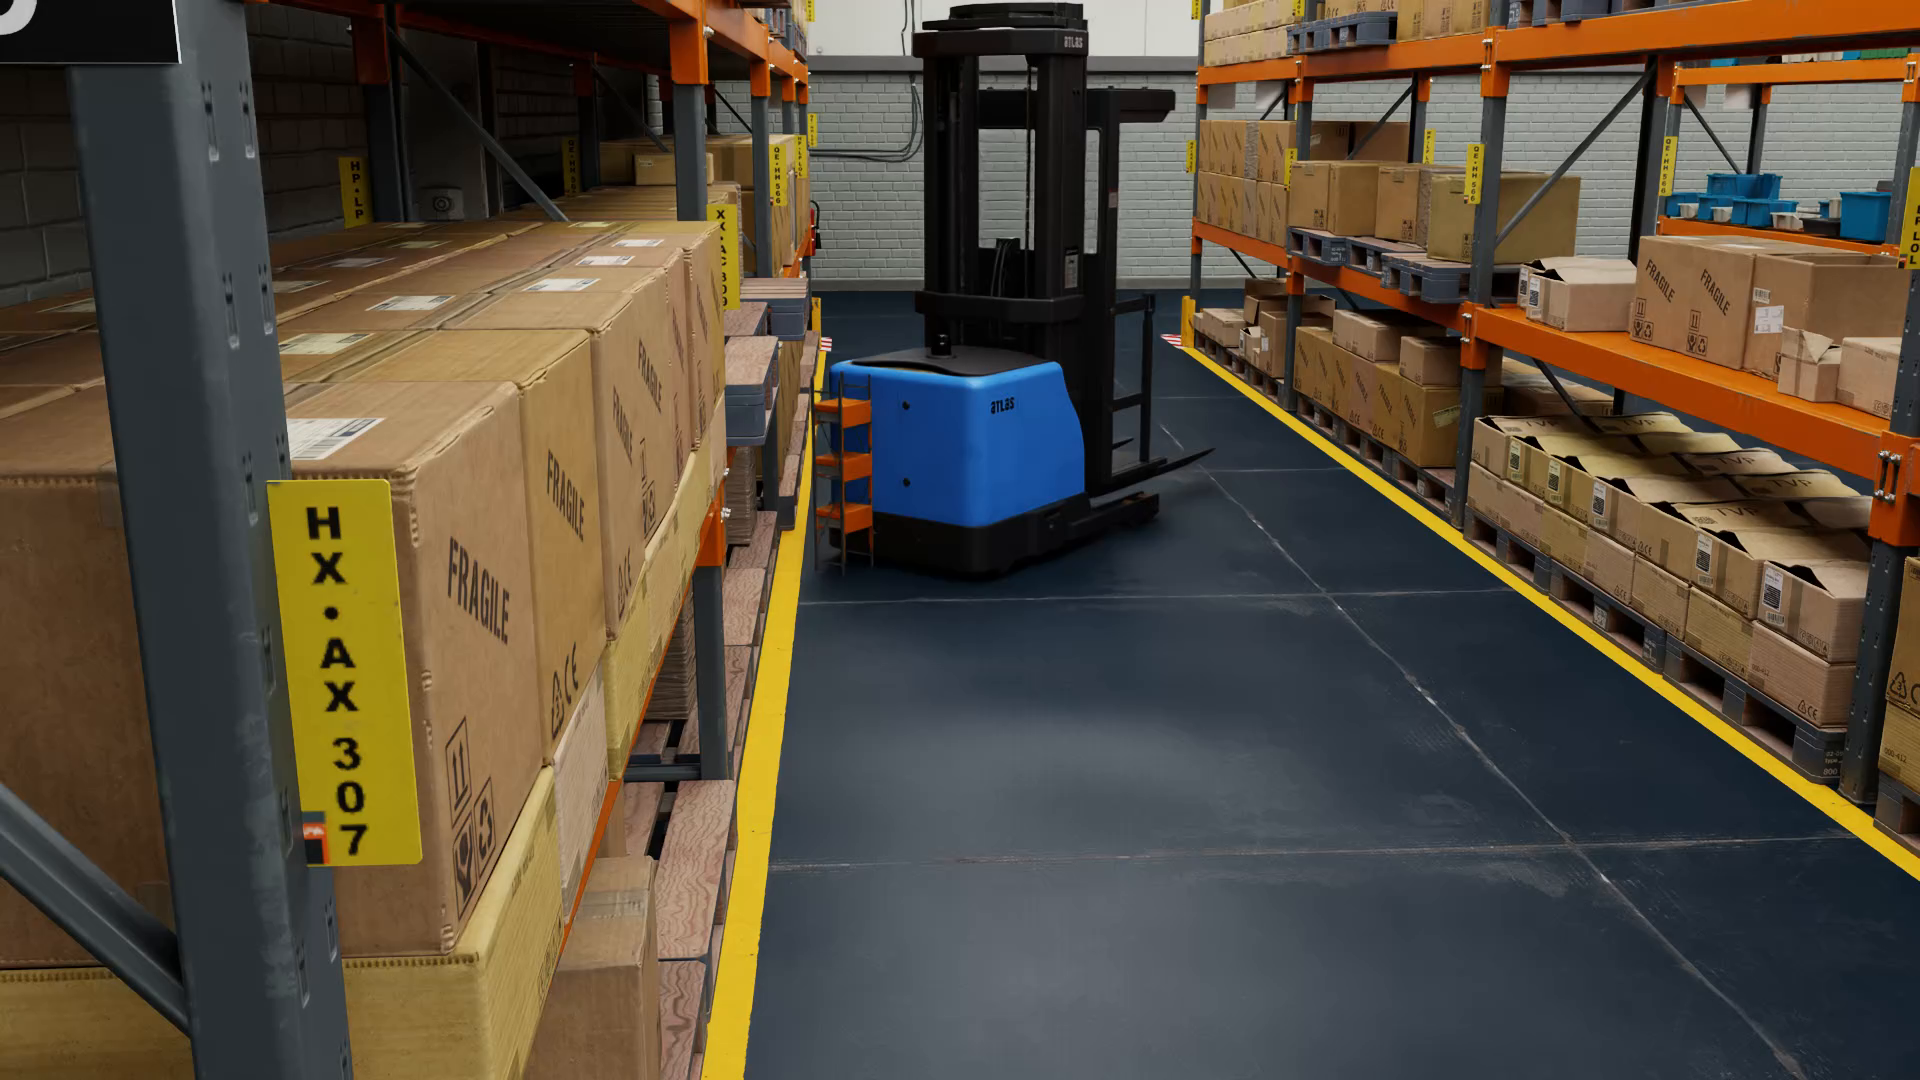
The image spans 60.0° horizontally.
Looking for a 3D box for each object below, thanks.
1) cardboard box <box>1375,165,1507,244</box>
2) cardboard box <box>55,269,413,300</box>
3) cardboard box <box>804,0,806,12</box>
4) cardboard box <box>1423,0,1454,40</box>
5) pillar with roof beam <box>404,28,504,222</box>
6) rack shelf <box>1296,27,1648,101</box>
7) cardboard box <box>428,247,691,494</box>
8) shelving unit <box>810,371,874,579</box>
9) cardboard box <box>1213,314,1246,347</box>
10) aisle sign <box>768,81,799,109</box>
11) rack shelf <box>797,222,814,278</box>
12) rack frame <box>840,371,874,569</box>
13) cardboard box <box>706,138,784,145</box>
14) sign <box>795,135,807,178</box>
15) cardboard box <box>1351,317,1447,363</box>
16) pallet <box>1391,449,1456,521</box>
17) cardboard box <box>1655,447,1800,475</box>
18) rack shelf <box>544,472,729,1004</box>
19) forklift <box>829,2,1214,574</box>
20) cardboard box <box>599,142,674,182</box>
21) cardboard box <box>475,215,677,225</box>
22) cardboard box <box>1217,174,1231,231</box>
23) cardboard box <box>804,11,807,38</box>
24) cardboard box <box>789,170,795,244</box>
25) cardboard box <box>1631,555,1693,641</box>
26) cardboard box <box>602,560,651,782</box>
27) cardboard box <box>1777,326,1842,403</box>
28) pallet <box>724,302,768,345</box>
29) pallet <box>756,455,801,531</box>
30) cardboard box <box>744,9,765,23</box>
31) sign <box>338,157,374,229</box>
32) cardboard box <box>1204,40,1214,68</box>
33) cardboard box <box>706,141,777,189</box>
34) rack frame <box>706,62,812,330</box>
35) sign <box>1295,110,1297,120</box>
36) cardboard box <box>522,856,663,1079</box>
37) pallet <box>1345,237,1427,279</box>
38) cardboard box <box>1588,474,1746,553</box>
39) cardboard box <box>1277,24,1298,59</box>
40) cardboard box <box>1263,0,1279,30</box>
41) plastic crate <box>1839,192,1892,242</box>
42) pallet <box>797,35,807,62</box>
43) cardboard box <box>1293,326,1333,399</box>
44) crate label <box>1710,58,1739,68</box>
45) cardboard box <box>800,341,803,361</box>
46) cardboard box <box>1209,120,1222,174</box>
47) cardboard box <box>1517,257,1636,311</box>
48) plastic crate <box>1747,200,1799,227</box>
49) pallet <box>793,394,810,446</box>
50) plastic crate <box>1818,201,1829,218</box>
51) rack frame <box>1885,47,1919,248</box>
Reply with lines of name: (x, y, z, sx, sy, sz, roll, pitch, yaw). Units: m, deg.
cardboard box: (3.333, -2.336, 11.544, 0.700, 0.500, 0.500, -5, 15, -18)
cardboard box: (-1.368, -0.255, 3.252, 0.500, 0.500, 0.500, -1, 14, -3)
cardboard box: (-1.712, -5.258, 15.674, 0.500, 0.500, 0.500, -1, 14, -4)
cardboard box: (3.318, -3.264, 9.973, 0.910, 0.500, 0.500, -1, 14, -3)
pillar with roof beam: (1.980, -4.086, 7.348, 9.100, 9.000, 0.400, -1, 14, -3)
rack shelf: (3.286, -3.130, 11.095, 1.077, 0.370, 4.000, -1, 14, -3)
cardboard box: (-0.891, -0.394, 3.794, 0.500, 0.500, 0.500, -1, 14, -5)
shelving unit: (-0.618, -0.344, 8.757, 0.215, 1.050, 0.252, 10, 17, 34)
cardboard box: (2.727, -2.011, 15.958, 0.500, 0.250, 0.500, -1, 14, -3)
aisle sign: (-1.735, -4.722, 16.642, 0.394, 0.787, 0.004, -1, 14, -3)
rack shelf: (-1.906, -2.595, 15.035, 1.077, 0.370, 4.000, -1, 14, -3)
rack frame: (-0.548, -0.369, 8.853, 0.200, 1.050, 0.008, 10, 17, 34)
cardboard box: (-1.412, -2.518, 10.950, 0.500, 0.250, 0.500, -1, 14, -5)
sign: (-1.241, -2.979, 12.920, 0.100, 0.325, 0.005, -1, 14, -3)
cardboard box: (3.043, -1.391, 11.542, 0.500, 0.250, 0.500, -1, 14, -4)
pallet: (3.402, -0.364, 10.518, 1.003, 0.211, 1.213, -1, 14, -3)
cardboard box: (3.755, -0.290, 8.185, 0.500, 0.311, 0.500, -1, 14, -4)
rack shelf: (-1.162, 0.390, 3.436, 1.077, 0.370, 4.000, -1, 14, -3)
forklift: (0.541, -1.554, 9.684, 1.130, 2.935, 3.031, 10, 17, 34)
cardboard box: (-1.821, -2.125, 9.423, 0.500, 0.250, 0.500, 0, 14, -2)
cardboard box: (-1.284, -0.845, 5.706, 0.700, 0.500, 0.500, -1, 14, -3)
cardboard box: (2.744, -3.199, 15.738, 0.500, 0.500, 0.500, -1, 14, -4)
cardboard box: (-1.719, -4.894, 15.767, 0.500, 0.250, 0.500, 0, 14, -2)
cardboard box: (-1.460, -2.410, 12.036, 0.500, 0.500, 0.500, -1, 14, -3)
cardboard box: (3.281, 0.243, 7.237, 0.500, 0.250, 0.500, -1, 14, -2)
cardboard box: (-0.824, 0.220, 2.914, 0.500, 0.250, 0.500, -1, 14, -4)
cardboard box: (3.420, -0.684, 6.436, 0.396, 0.266, 0.258, -1, 14, -5)
pallet: (-1.370, -0.866, 7.258, 1.003, 0.211, 1.213, -1, 14, -3)
pallet: (-1.507, -0.298, 10.260, 1.003, 0.211, 1.213, -1, 14, -3)
cardboard box: (-1.220, -2.695, 8.101, 0.500, 0.311, 0.500, -1, 14, -3)
sign: (-1.840, -1.007, 5.098, 0.100, 0.325, 0.005, -1, 14, -3)
cardboard box: (2.692, -4.766, 16.312, 0.500, 0.250, 0.500, -1, 14, -3)
cardboard box: (-1.306, -2.140, 9.482, 0.500, 0.250, 0.500, -1, 14, -2)
rack frame: (-2.030, -3.440, 16.878, 1.000, 3.000, 0.127, -1, 14, -3)
sign: (3.470, -4.235, 17.009, 0.100, 0.325, 0.005, -1, 14, -3)
cardboard box: (-1.022, 1.038, 3.607, 0.700, 0.500, 0.500, -2, 15, -7)
pallet: (3.285, -1.919, 11.350, 1.003, 0.211, 1.213, -1, 14, -3)
cardboard box: (3.252, -0.152, 7.646, 0.500, 0.311, 0.500, -1, 14, -4)
cardboard box: (2.867, -4.020, 13.412, 0.500, 0.250, 0.500, -1, 14, -3)
cardboard box: (2.833, -4.386, 13.833, 0.500, 0.250, 0.500, -1, 14, -3)
plastic crate: (7.737, -2.731, 14.032, 0.392, 0.384, 0.575, -1, 14, -3)
pallet: (-1.973, -4.666, 15.799, 1.003, 0.211, 1.213, -1, 14, -3)
cardboard box: (2.949, -1.401, 13.087, 0.500, 0.500, 0.500, -2, 15, -6)
crate label: (7.593, -4.740, 16.206, 0.408, 0.251, 0.502, -1, 14, -3)
cardboard box: (-1.783, -1.879, 14.982, 0.700, 0.500, 0.500, -1, 14, -2)
cardboard box: (2.719, -3.806, 16.093, 0.500, 0.500, 0.500, -1, 14, -3)
cardboard box: (3.389, -1.394, 9.103, 0.500, 0.311, 0.500, 0, 14, 0)
plastic crate: (7.645, -3.073, 15.665, 0.416, 0.233, 0.300, -1, 14, -3)
pallet: (-1.659, -0.904, 12.618, 1.003, 0.211, 1.213, -1, 14, -3)
plastic crate: (8.242, -3.035, 15.516, 0.416, 0.233, 0.300, -1, 14, -3)
rack frame: (8.106, -2.599, 13.606, 1.000, 3.000, 0.127, -1, 14, -3)
